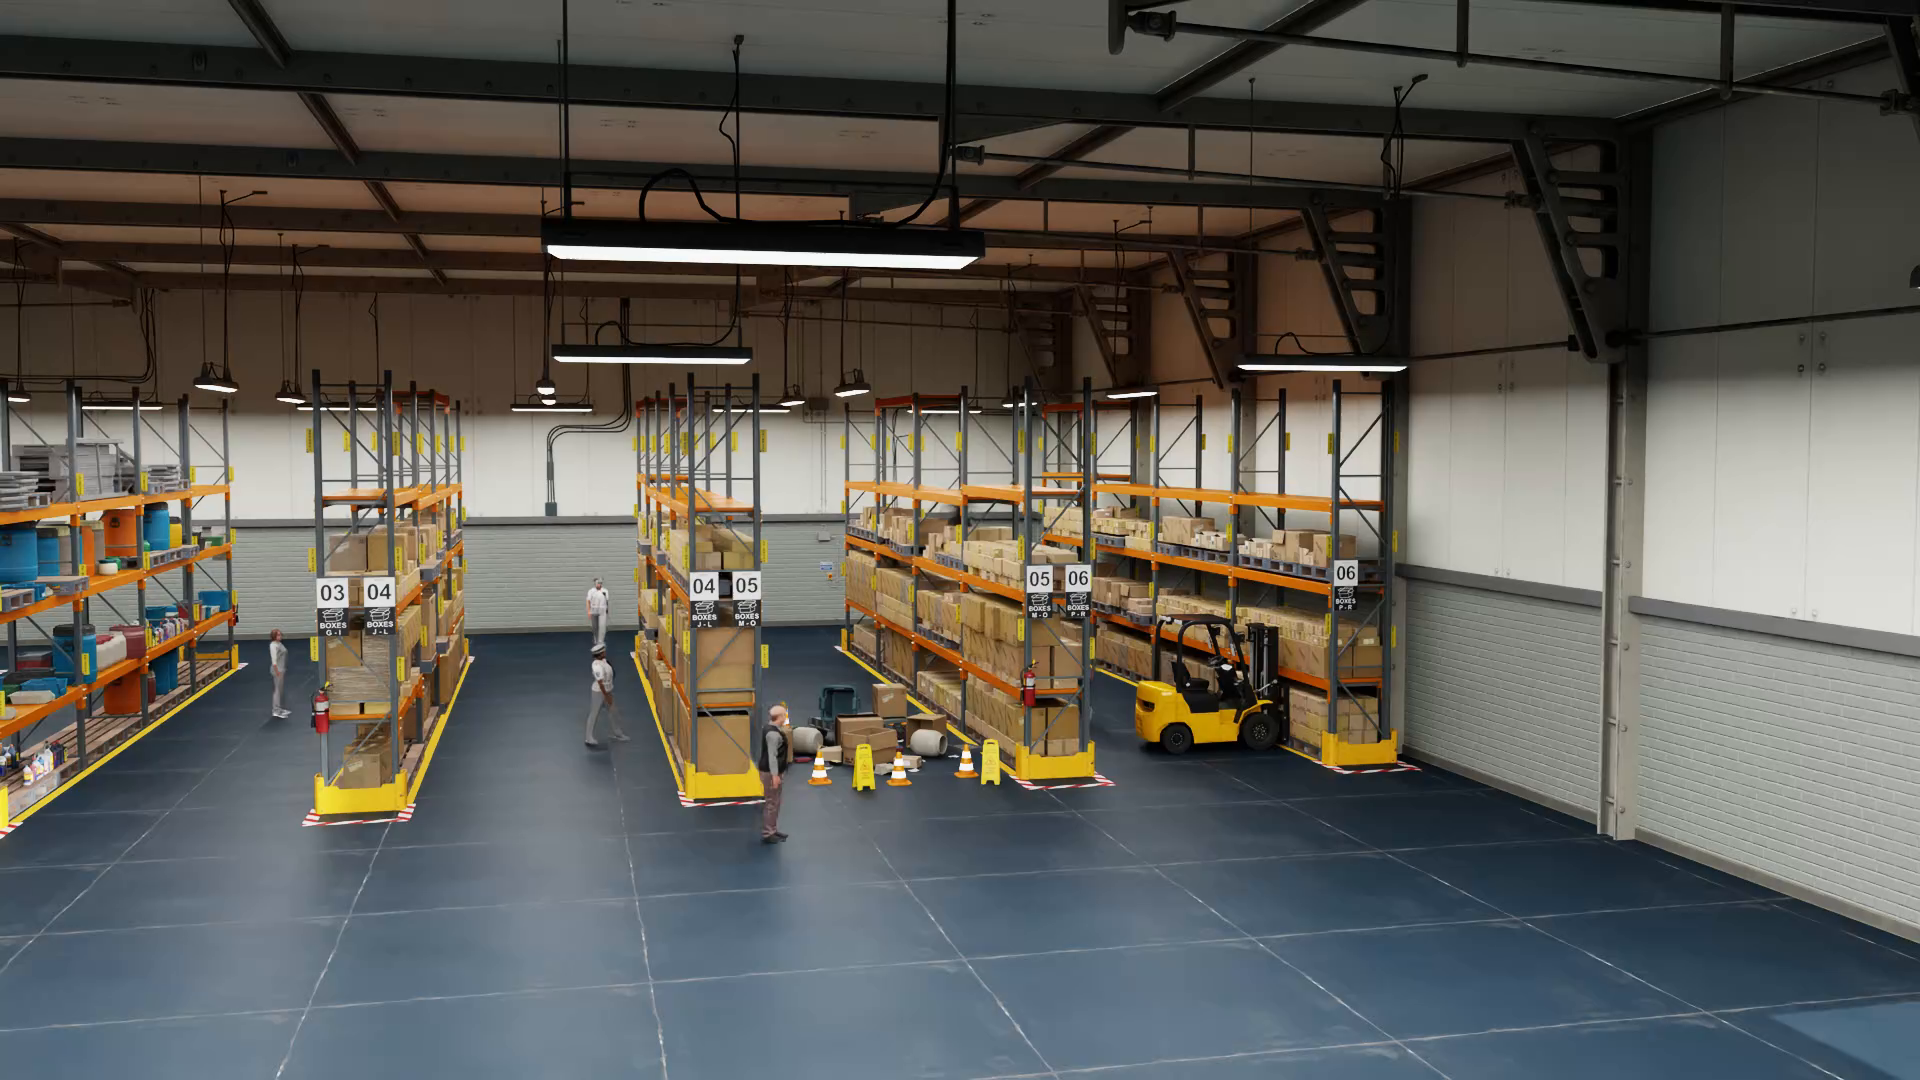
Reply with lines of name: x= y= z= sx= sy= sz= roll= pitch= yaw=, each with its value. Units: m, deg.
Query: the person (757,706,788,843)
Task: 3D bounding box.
person: x=-2.355 y=2.933 z=20.908 sx=0.382 sy=1.723 sz=0.563 roll=0 pitch=3 yaw=-6

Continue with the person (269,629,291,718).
person: x=-12.513 y=2.448 z=30.602 sx=0.345 sy=1.626 sz=0.490 roll=-1 pitch=3 yaw=-19

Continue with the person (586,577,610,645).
person: x=-8.906 y=1.773 z=40.844 sx=0.531 sy=1.723 sz=1.030 roll=0 pitch=3 yaw=-2

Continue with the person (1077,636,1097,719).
person: x=2.172 y=2.496 z=30.240 sx=0.633 sy=1.561 sz=0.893 roll=-1 pitch=3 yaw=-13

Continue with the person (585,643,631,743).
person: x=-5.933 y=2.560 z=27.872 sx=0.608 sy=1.685 sz=0.646 roll=1 pitch=3 yaw=16
